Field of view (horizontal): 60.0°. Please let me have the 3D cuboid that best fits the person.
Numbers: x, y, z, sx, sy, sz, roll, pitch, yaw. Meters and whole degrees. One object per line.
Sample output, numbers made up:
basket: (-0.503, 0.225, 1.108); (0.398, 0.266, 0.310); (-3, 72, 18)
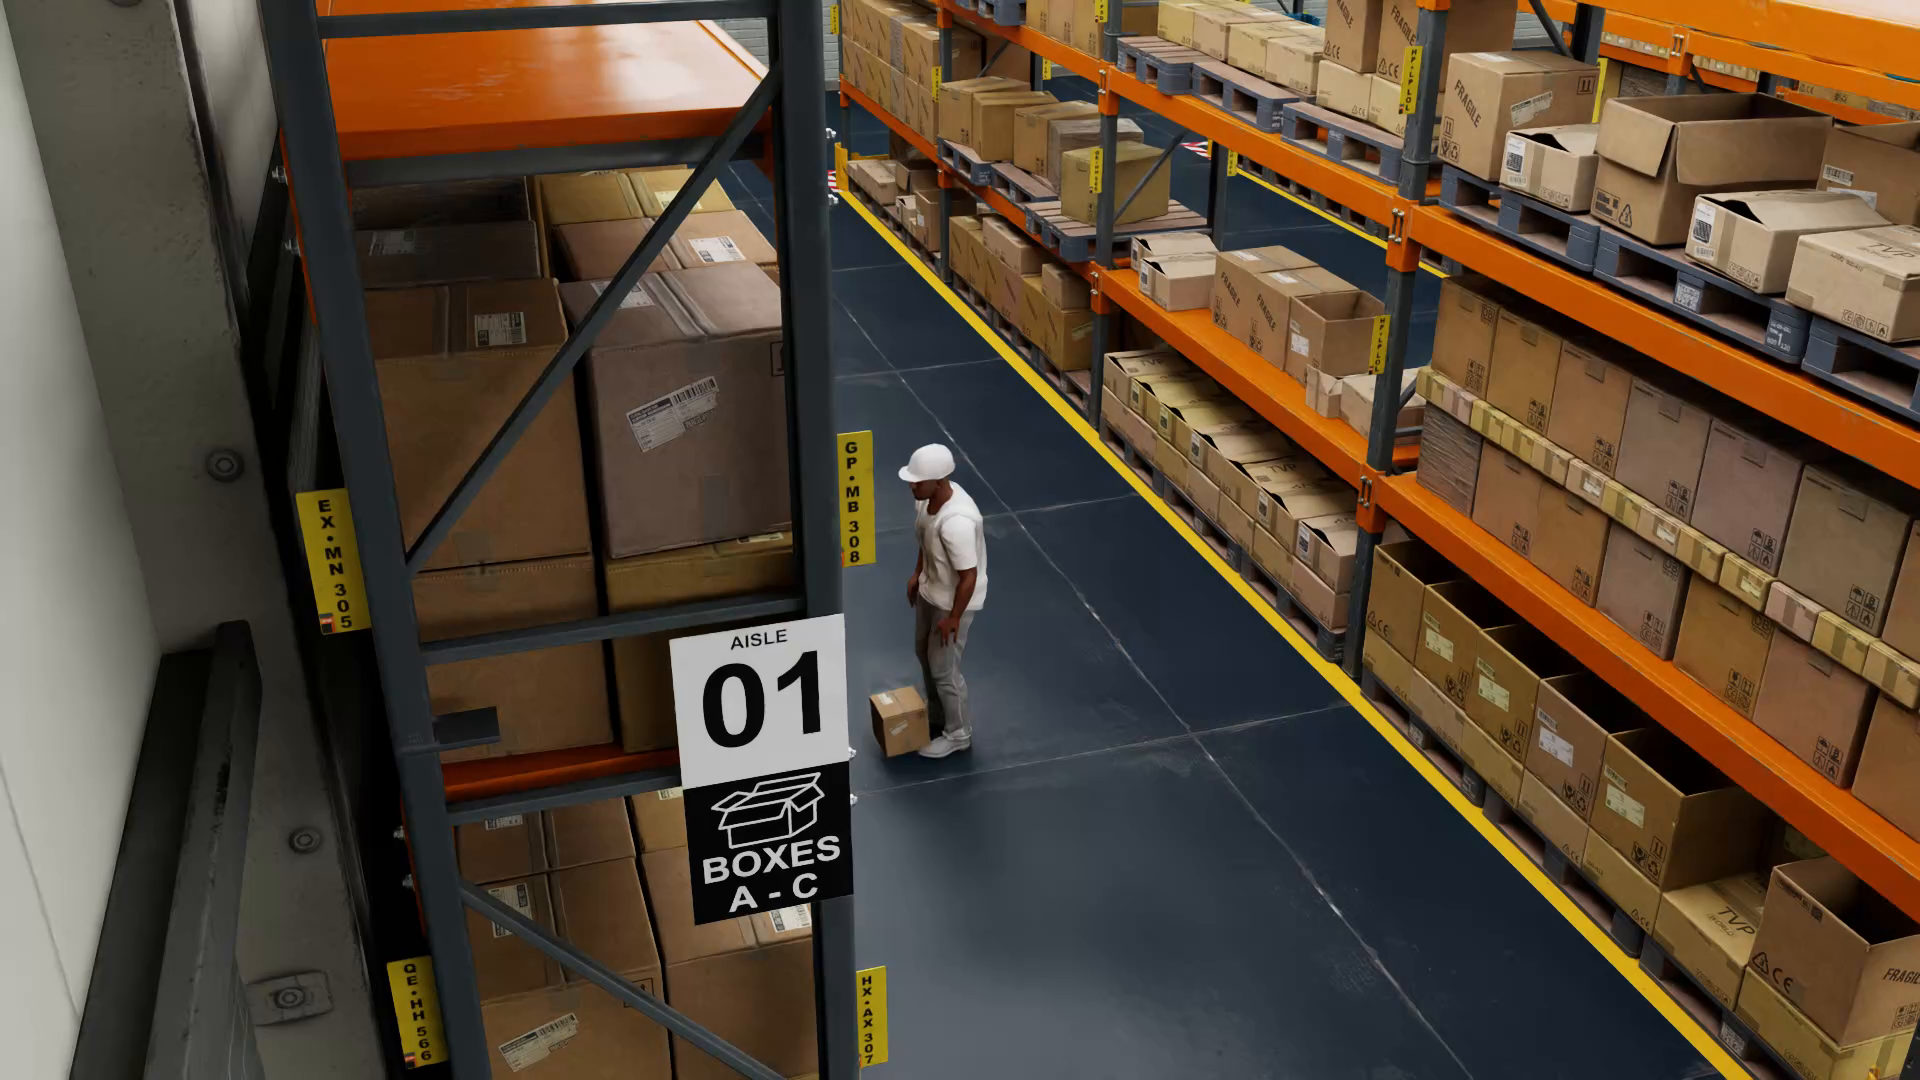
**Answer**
person: (-0.098, 0.300, 8.731); (0.449, 1.762, 0.606); (-9, 28, -18)
